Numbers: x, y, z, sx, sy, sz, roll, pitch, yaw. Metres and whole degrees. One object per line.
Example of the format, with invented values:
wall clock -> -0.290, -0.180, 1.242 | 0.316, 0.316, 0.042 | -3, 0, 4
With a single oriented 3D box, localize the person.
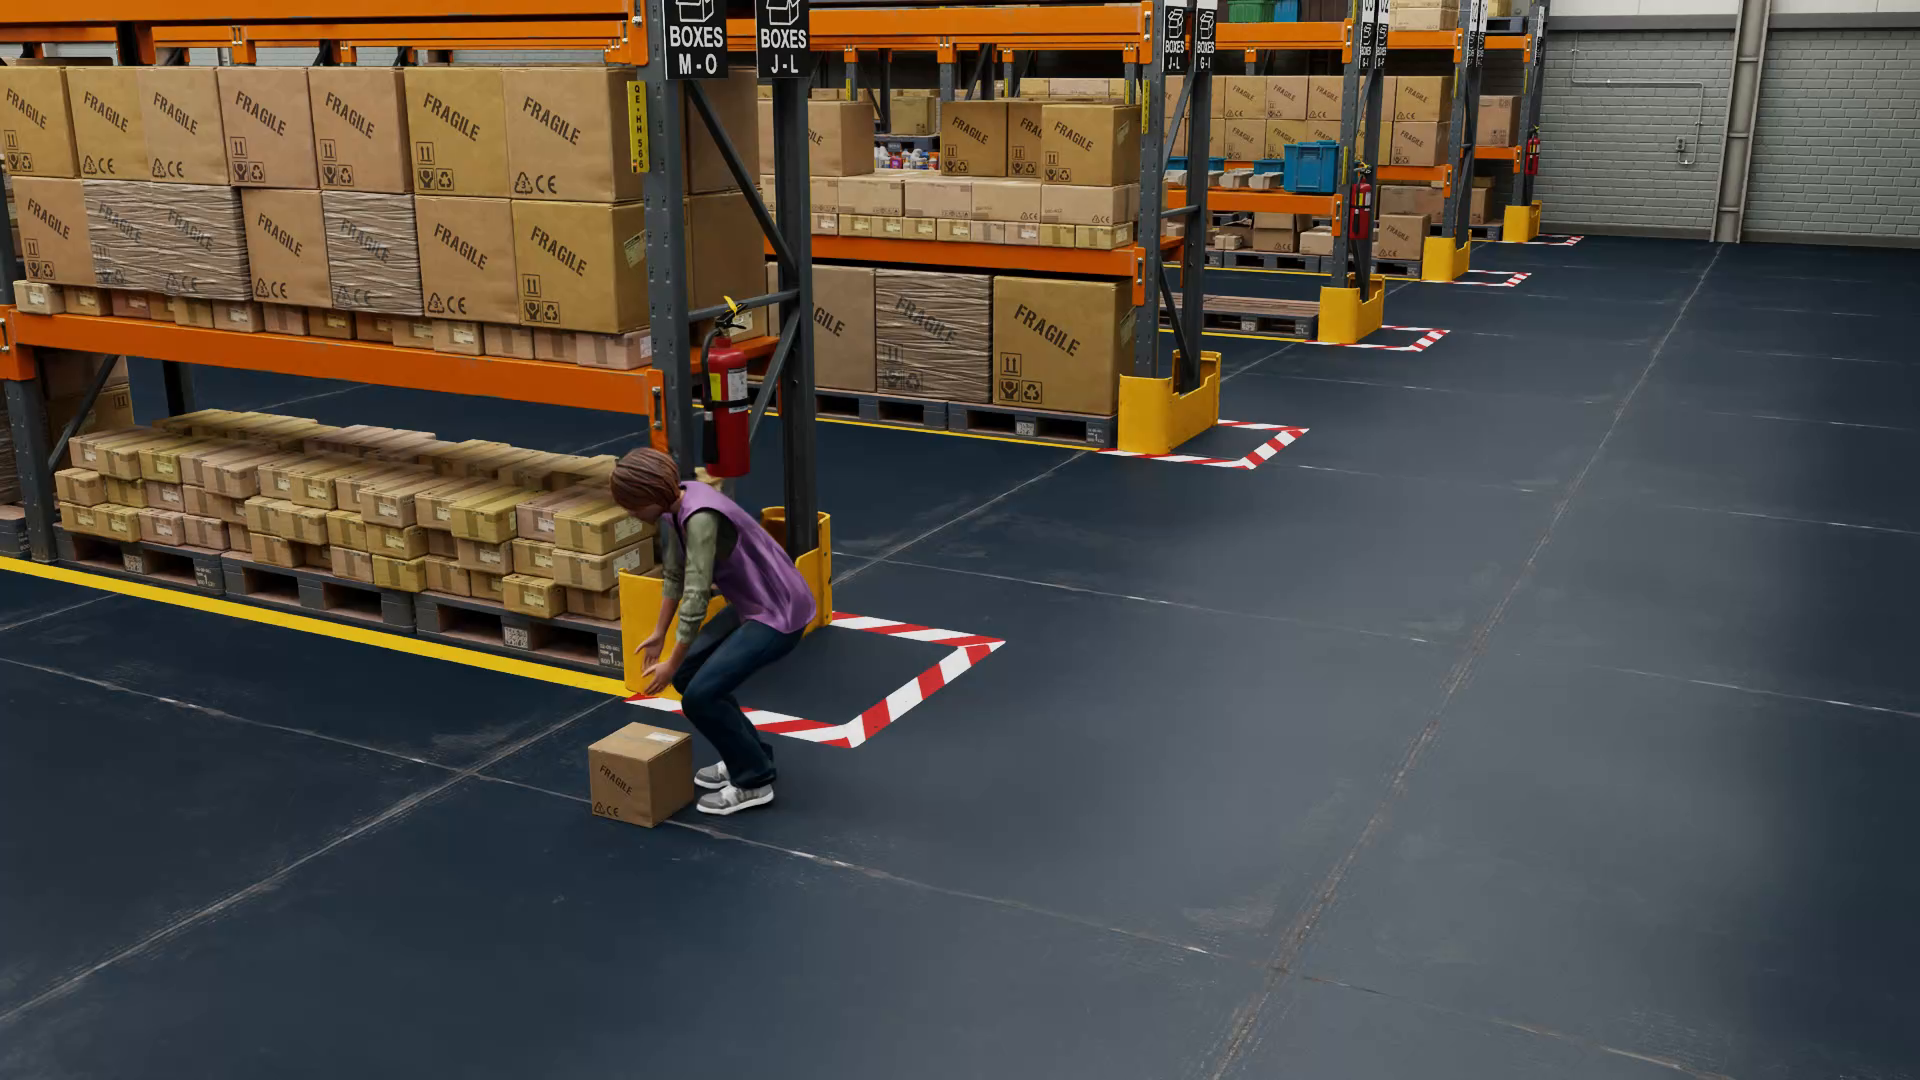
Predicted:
person -> -0.810, 0.306, 5.616 | 0.673, 1.255, 0.462 | -5, 17, -16
